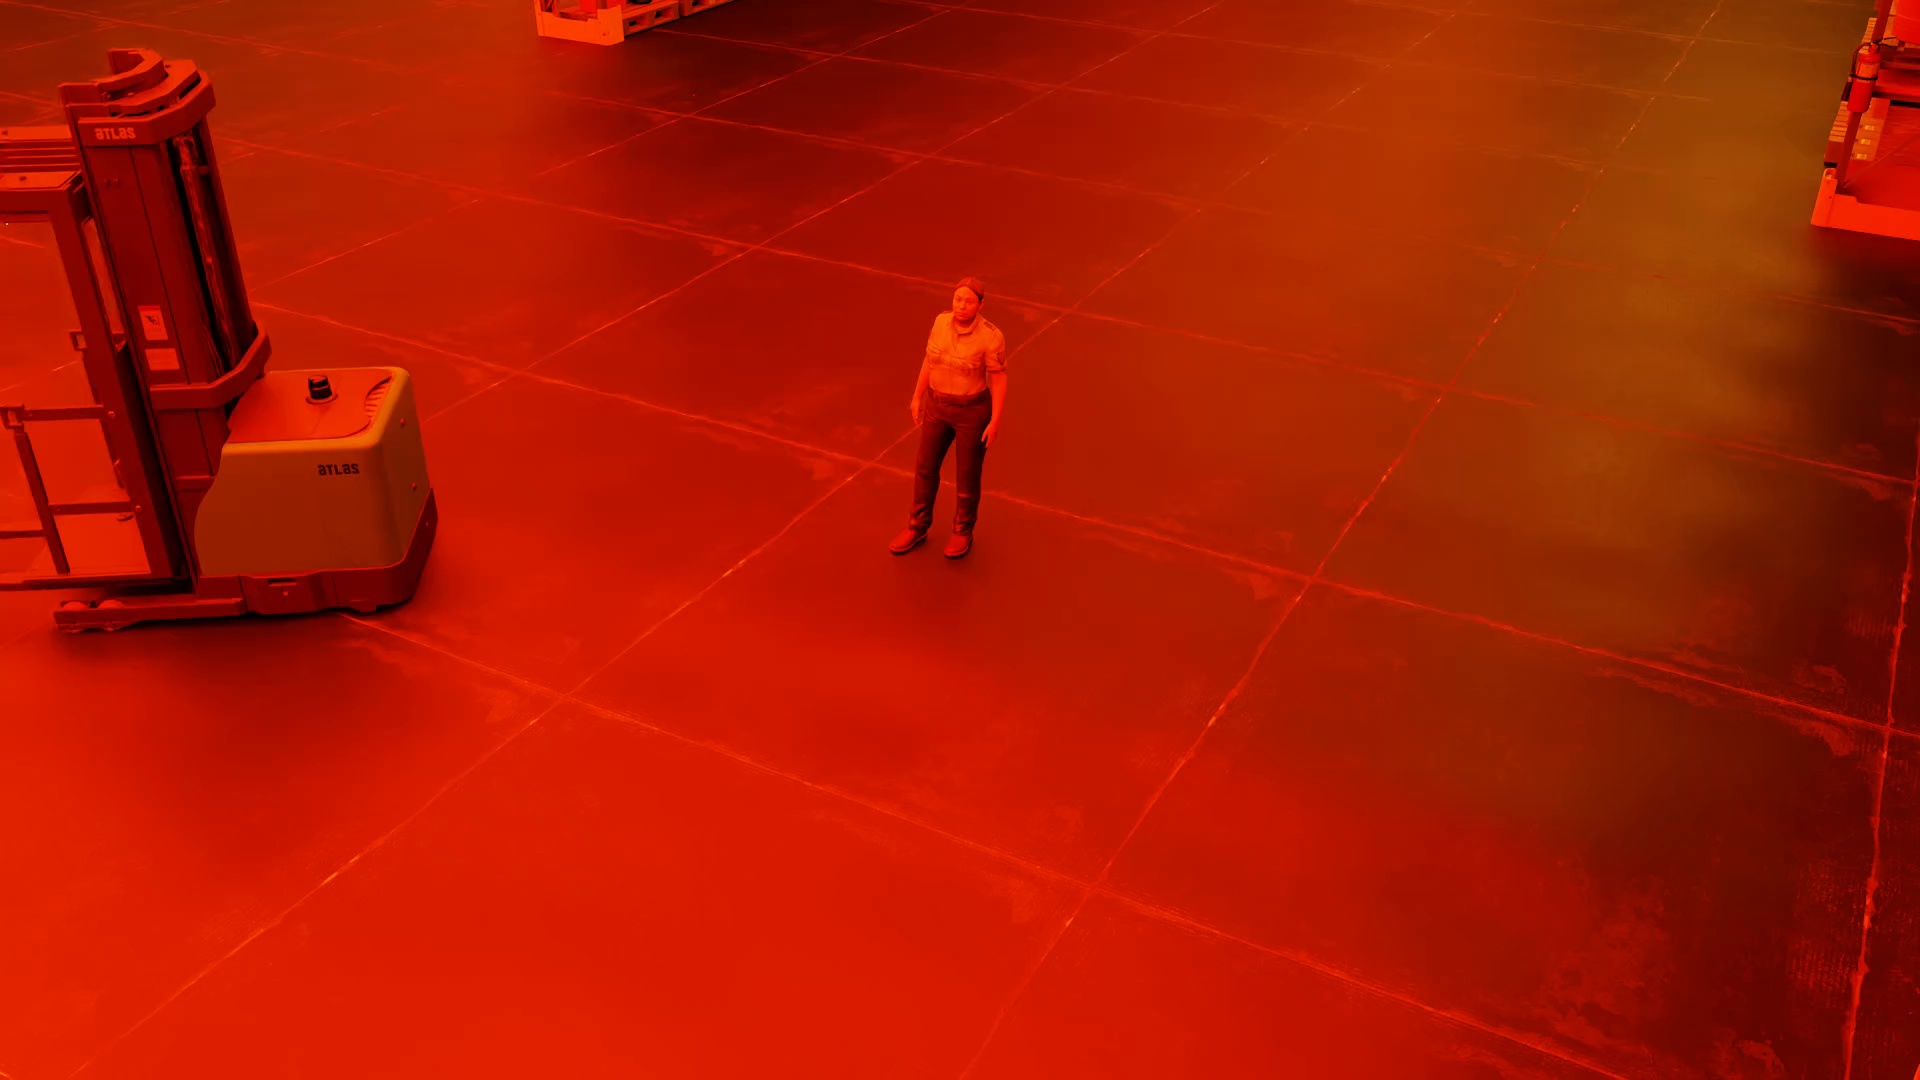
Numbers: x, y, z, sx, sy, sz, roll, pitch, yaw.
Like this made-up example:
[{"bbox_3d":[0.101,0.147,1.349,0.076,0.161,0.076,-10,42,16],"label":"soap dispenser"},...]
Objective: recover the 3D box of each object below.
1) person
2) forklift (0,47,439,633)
[{"bbox_3d":[-0.063,-0.687,9.529,0.598,1.651,0.503,15,33,25],"label":"person"},{"bbox_3d":[-4.622,-1.039,8.872,3.031,2.935,1.130,-3,30,-5],"label":"forklift"}]
